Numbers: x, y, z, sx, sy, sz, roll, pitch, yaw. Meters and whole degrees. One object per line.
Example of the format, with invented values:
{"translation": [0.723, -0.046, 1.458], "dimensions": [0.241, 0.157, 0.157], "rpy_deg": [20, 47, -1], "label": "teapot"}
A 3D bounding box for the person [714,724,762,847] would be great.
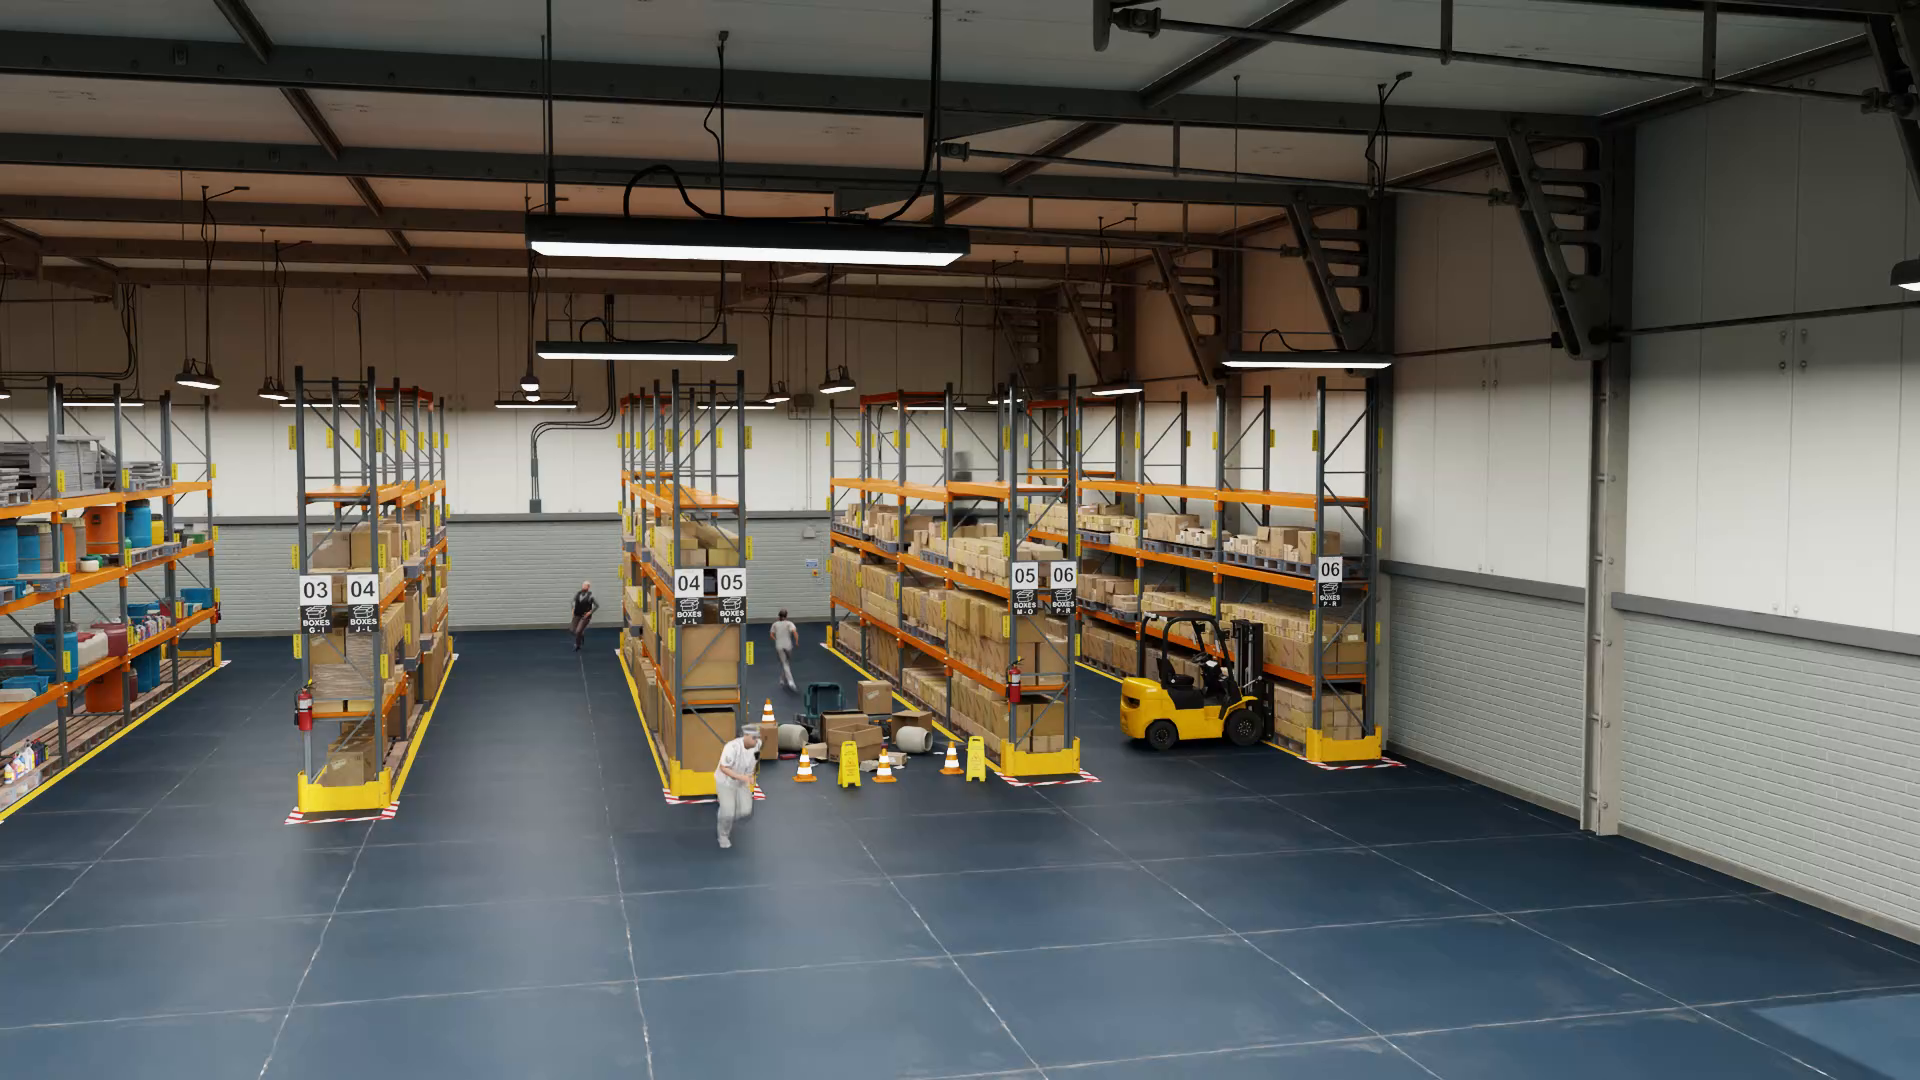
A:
{"translation": [-2.699, 3.007, 20.468], "dimensions": [0.844, 1.563, 0.692], "rpy_deg": [3, 5, 44], "label": "person"}

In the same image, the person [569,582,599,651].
{"translation": [-8.967, 1.819, 39.763], "dimensions": [0.708, 1.661, 0.571], "rpy_deg": [1, 4, 19], "label": "person"}

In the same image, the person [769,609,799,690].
{"translation": [-3.526, 2.229, 33.387], "dimensions": [0.581, 1.614, 0.813], "rpy_deg": [-1, 3, -9], "label": "person"}

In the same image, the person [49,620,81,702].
{"translation": [-17.376, 2.315, 32.274], "dimensions": [0.659, 1.623, 0.932], "rpy_deg": [0, 3, -4], "label": "person"}
